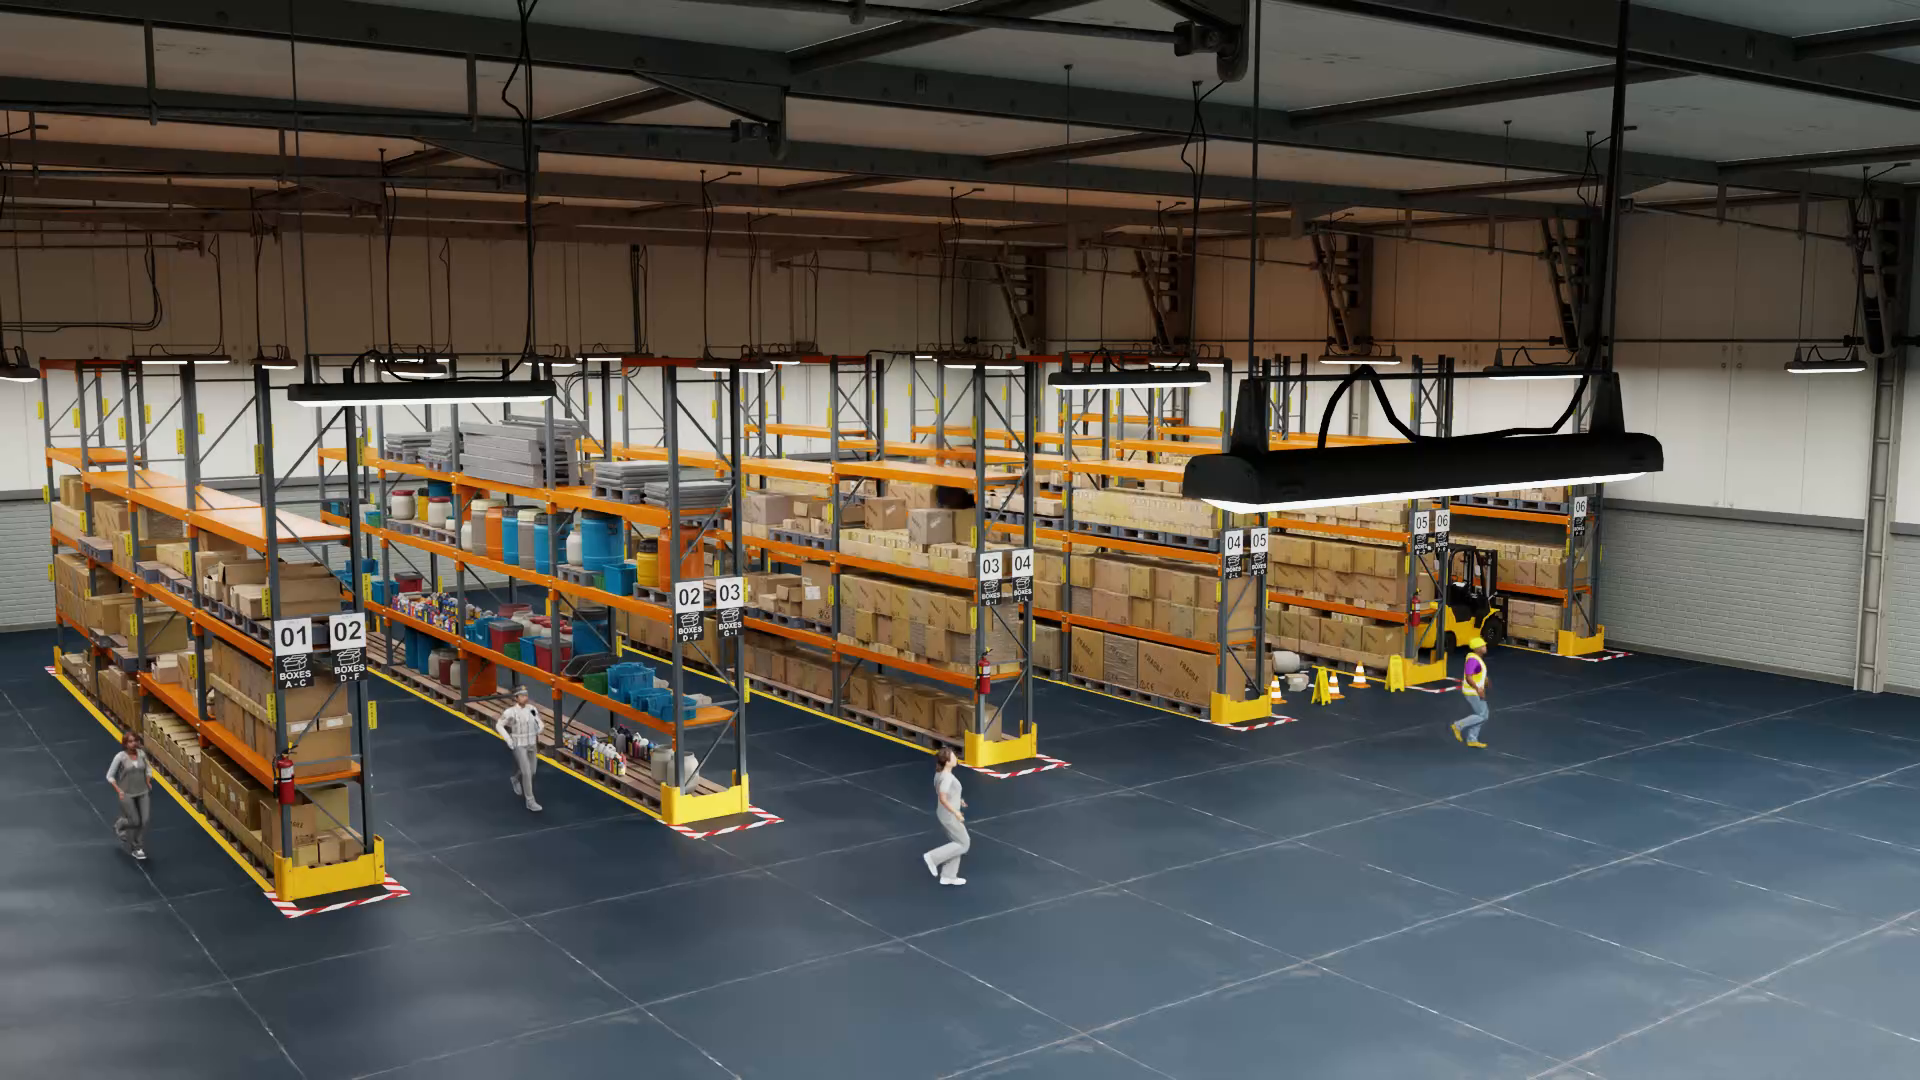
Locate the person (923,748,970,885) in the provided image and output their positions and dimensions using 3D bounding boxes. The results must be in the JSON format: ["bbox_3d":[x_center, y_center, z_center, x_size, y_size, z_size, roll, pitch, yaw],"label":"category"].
[{"bbox_3d":[-0.166,3.219,19.338,0.573,1.629,0.565,-2,7,-13],"label":"person"}]

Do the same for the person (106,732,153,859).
[{"bbox_3d":[-10.171,3.122,20.424,0.549,1.558,0.537,6,9,40],"label":"person"}]

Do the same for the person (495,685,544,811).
[{"bbox_3d":[-5.940,2.789,22.586,0.875,1.663,0.624,7,10,45],"label":"person"}]

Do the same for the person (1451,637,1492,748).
[{"bbox_3d":[7.993,2.371,25.950,0.632,1.734,0.691,2,7,12],"label":"person"}]
